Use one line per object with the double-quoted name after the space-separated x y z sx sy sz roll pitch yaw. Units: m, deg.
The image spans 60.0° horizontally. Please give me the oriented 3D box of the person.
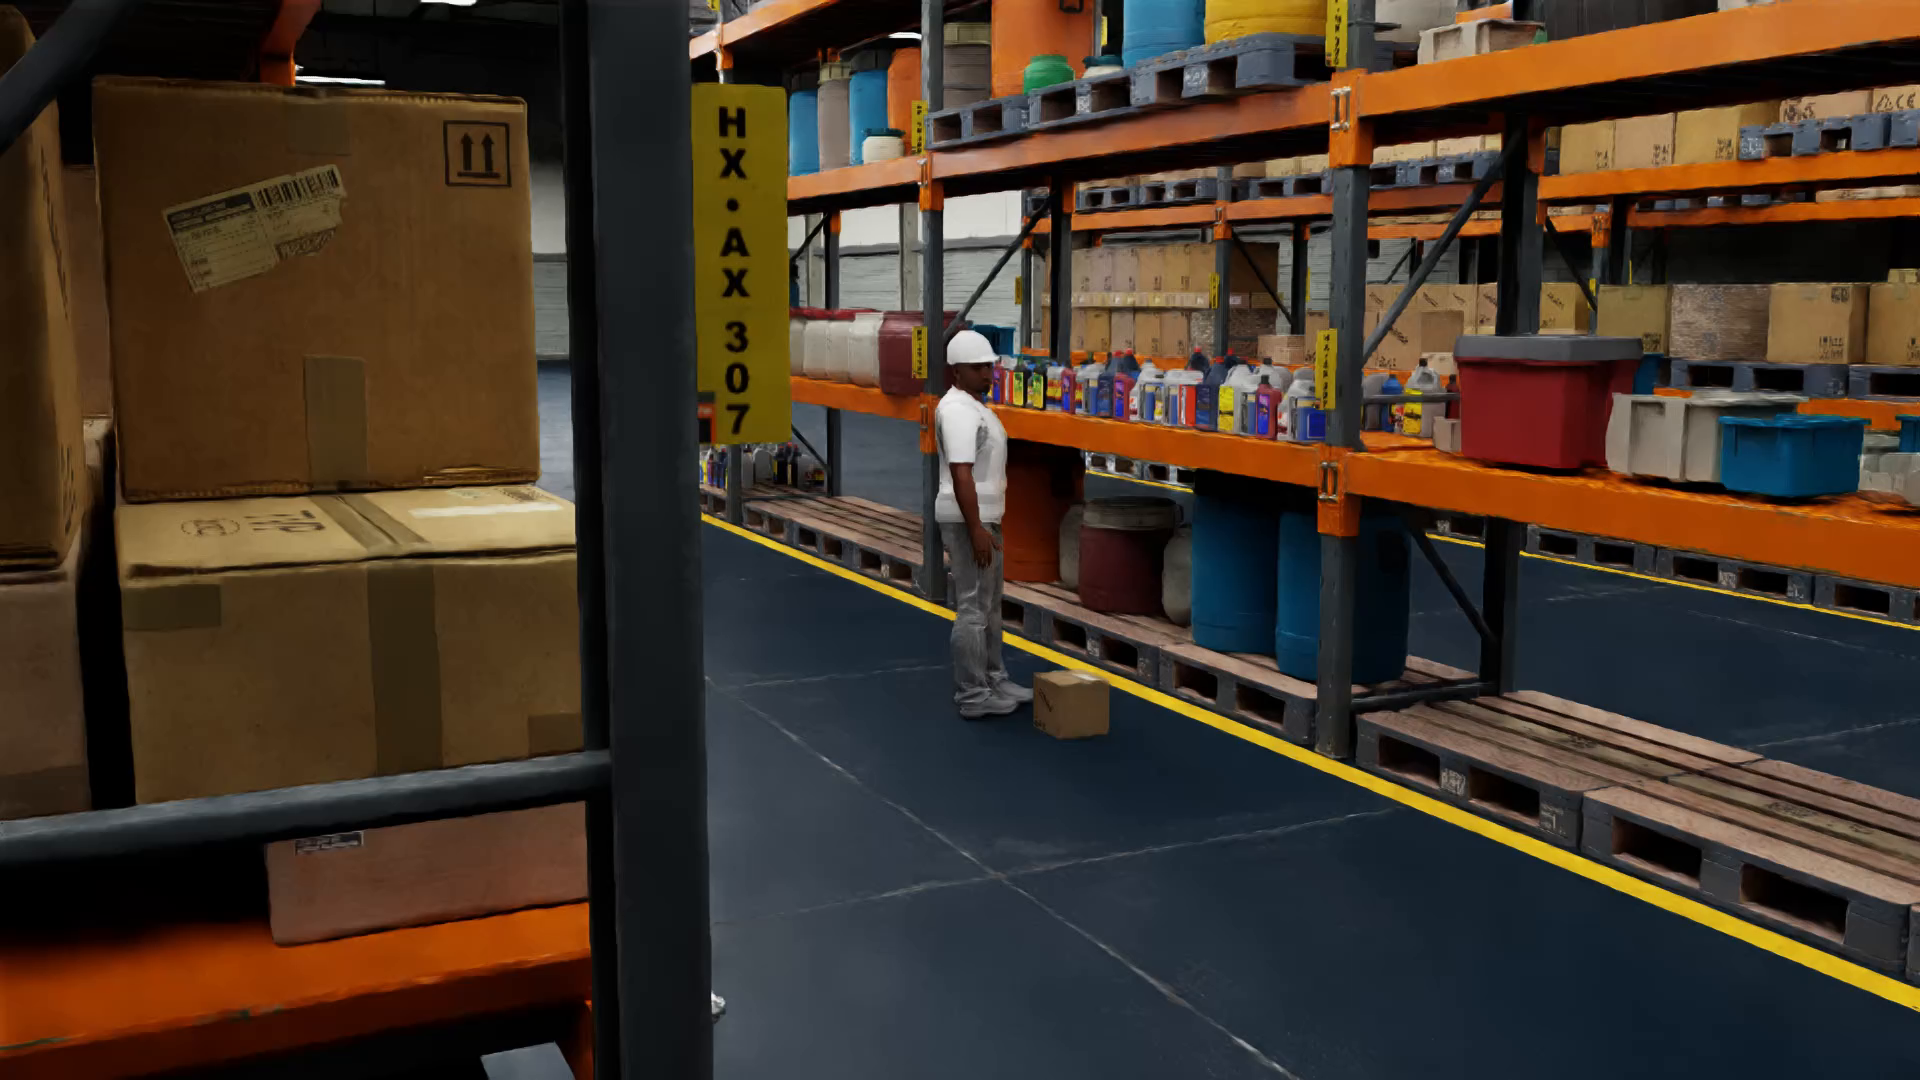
0.125 -0.082 7.713 0.490 1.767 0.614 1 9 8 "person"
